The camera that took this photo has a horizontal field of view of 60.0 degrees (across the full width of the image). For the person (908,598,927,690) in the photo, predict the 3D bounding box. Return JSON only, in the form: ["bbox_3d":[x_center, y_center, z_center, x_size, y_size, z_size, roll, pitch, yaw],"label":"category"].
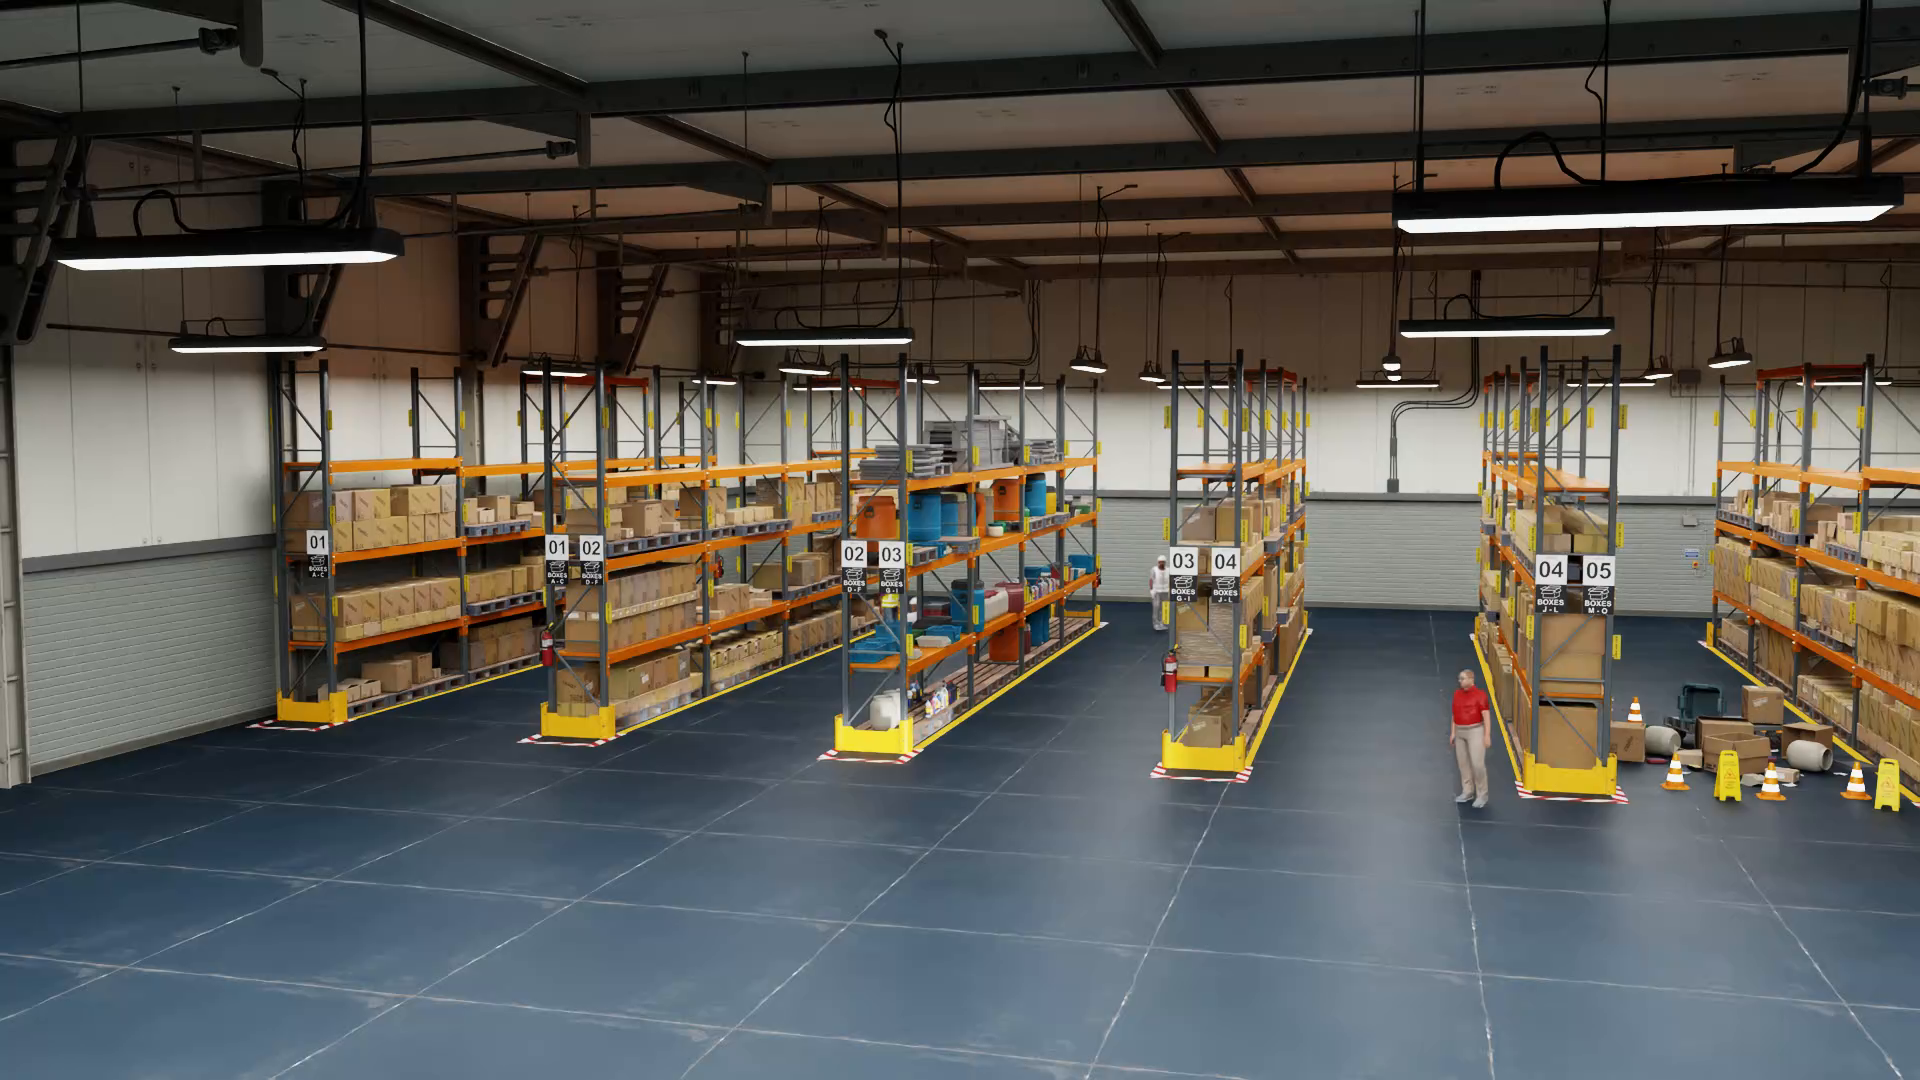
[{"bbox_3d":[-0.833,1.941,30.247,0.663,1.799,0.470,-1,4,-15],"label":"person"}]

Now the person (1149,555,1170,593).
[{"bbox_3d":[4.796,0.895,39.644,0.575,1.068,0.377,-2,4,-21],"label":"person"}]

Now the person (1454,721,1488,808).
[{"bbox_3d":[6.697,2.919,21.780,0.385,1.117,0.538,-3,5,-33],"label":"person"}]

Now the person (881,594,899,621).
[{"bbox_3d":[-1.489,1.642,36.515,0.532,1.503,0.488,3,5,31],"label":"person"}]
